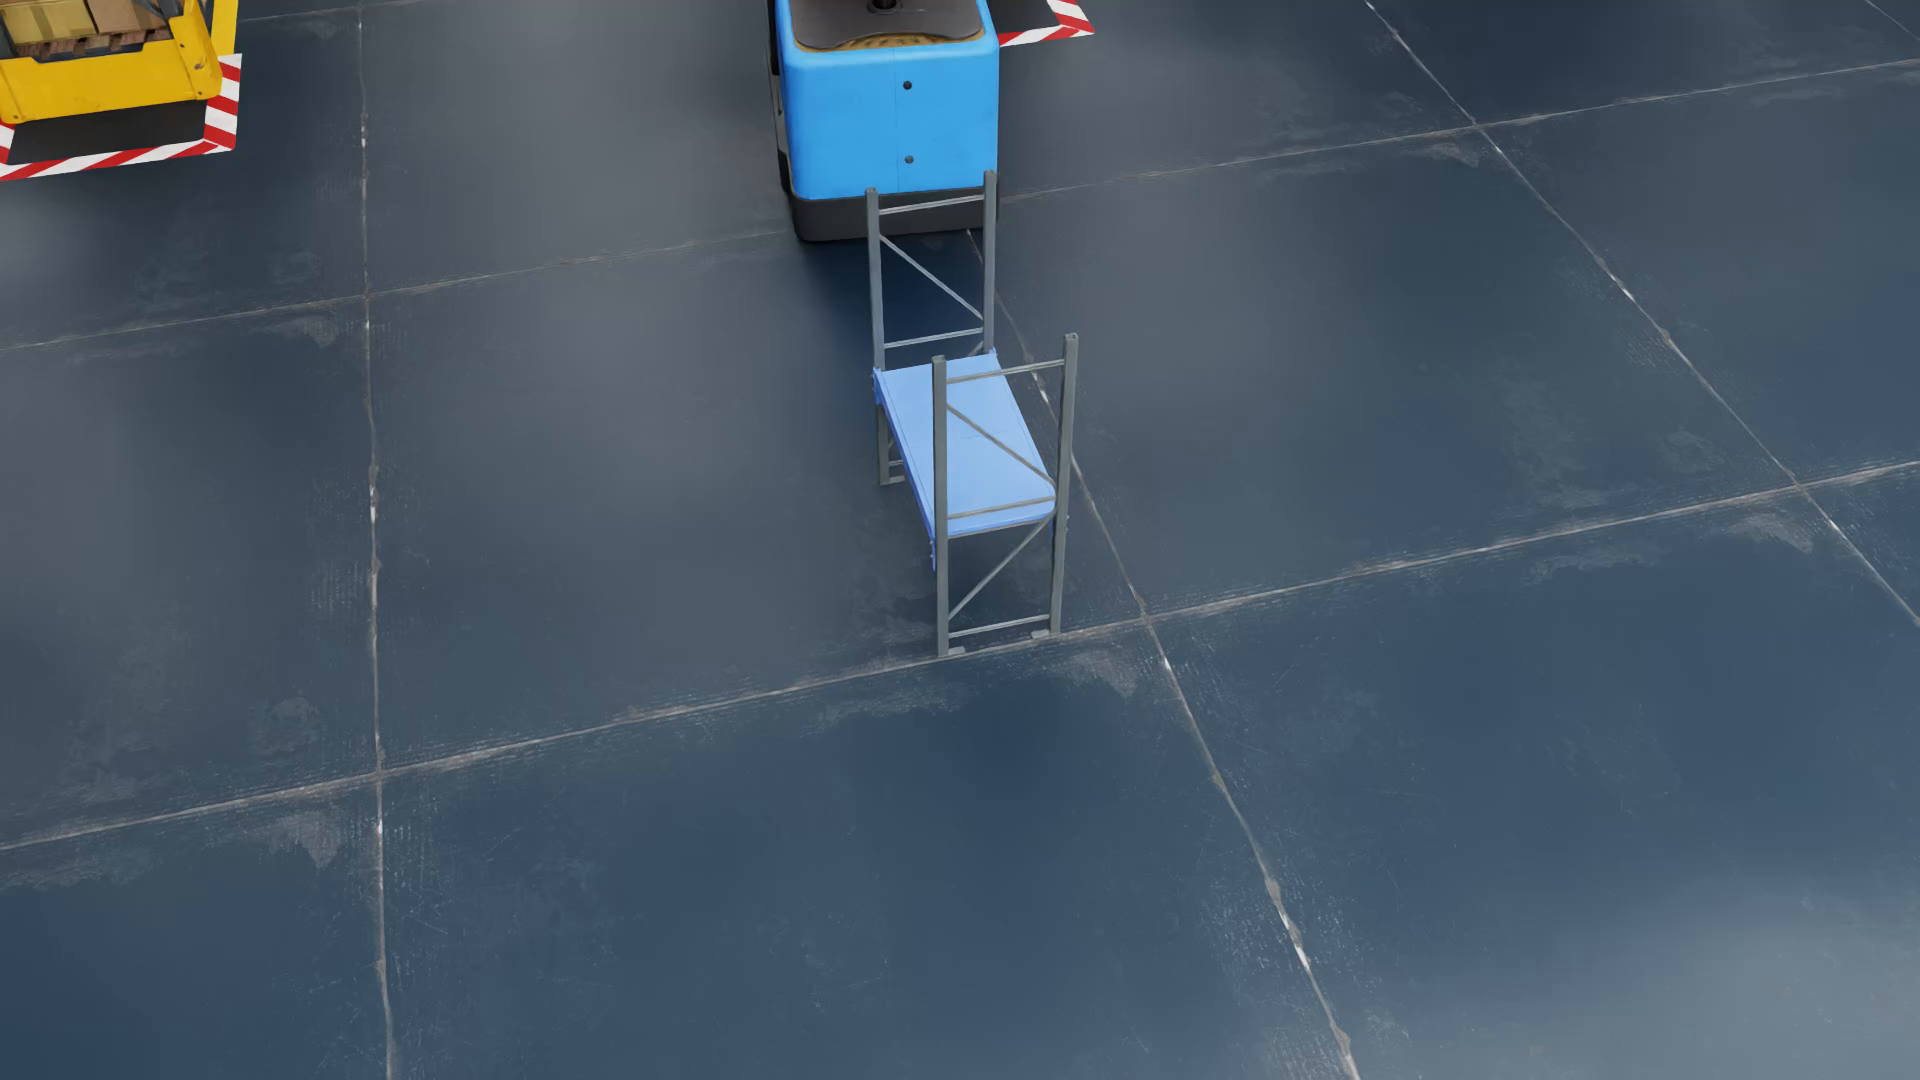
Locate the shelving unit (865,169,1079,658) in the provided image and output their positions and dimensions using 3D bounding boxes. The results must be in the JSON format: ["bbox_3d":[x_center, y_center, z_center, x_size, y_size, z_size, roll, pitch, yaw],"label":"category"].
[{"bbox_3d":[0.022,-0.466,6.407,0.538,1.500,1.048,-11,47,-10],"label":"shelving unit"}]

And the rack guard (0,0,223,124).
[{"bbox_3d":[-4.824,-2.709,9.305,1.175,0.500,0.348,-11,47,-10],"label":"rack guard"}]

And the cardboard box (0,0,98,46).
[{"bbox_3d":[-5.253,-3.101,9.571,0.500,0.250,0.500,-11,47,-10],"label":"cardboard box"}]

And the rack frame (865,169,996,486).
[{"bbox_3d":[-0.108,-0.817,6.751,0.500,1.500,0.032,-11,47,-10],"label":"rack frame"}]

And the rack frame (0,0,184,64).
[{"bbox_3d":[-4.830,-3.600,8.429,1.000,3.000,0.127,-11,47,-10],"label":"rack frame"}]

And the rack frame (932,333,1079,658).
[{"bbox_3d":[0.152,-0.115,6.063,0.500,1.500,0.032,-11,47,-10],"label":"rack frame"}]

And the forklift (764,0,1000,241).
[{"bbox_3d":[-0.520,-3.592,8.469,1.130,2.935,3.031,-6,46,-6],"label":"forklift"}]

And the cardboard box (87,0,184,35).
[{"bbox_3d":[-4.752,-3.196,9.664,0.500,0.250,0.500,-11,47,-10],"label":"cardboard box"}]

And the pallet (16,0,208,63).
[{"bbox_3d":[-5.066,-3.145,9.935,1.003,0.211,1.213,-11,47,-10],"label":"pallet"}]

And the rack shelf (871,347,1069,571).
[{"bbox_3d":[0.022,-0.340,6.536,0.538,0.185,1.000,-11,47,-10],"label":"rack shelf"}]
